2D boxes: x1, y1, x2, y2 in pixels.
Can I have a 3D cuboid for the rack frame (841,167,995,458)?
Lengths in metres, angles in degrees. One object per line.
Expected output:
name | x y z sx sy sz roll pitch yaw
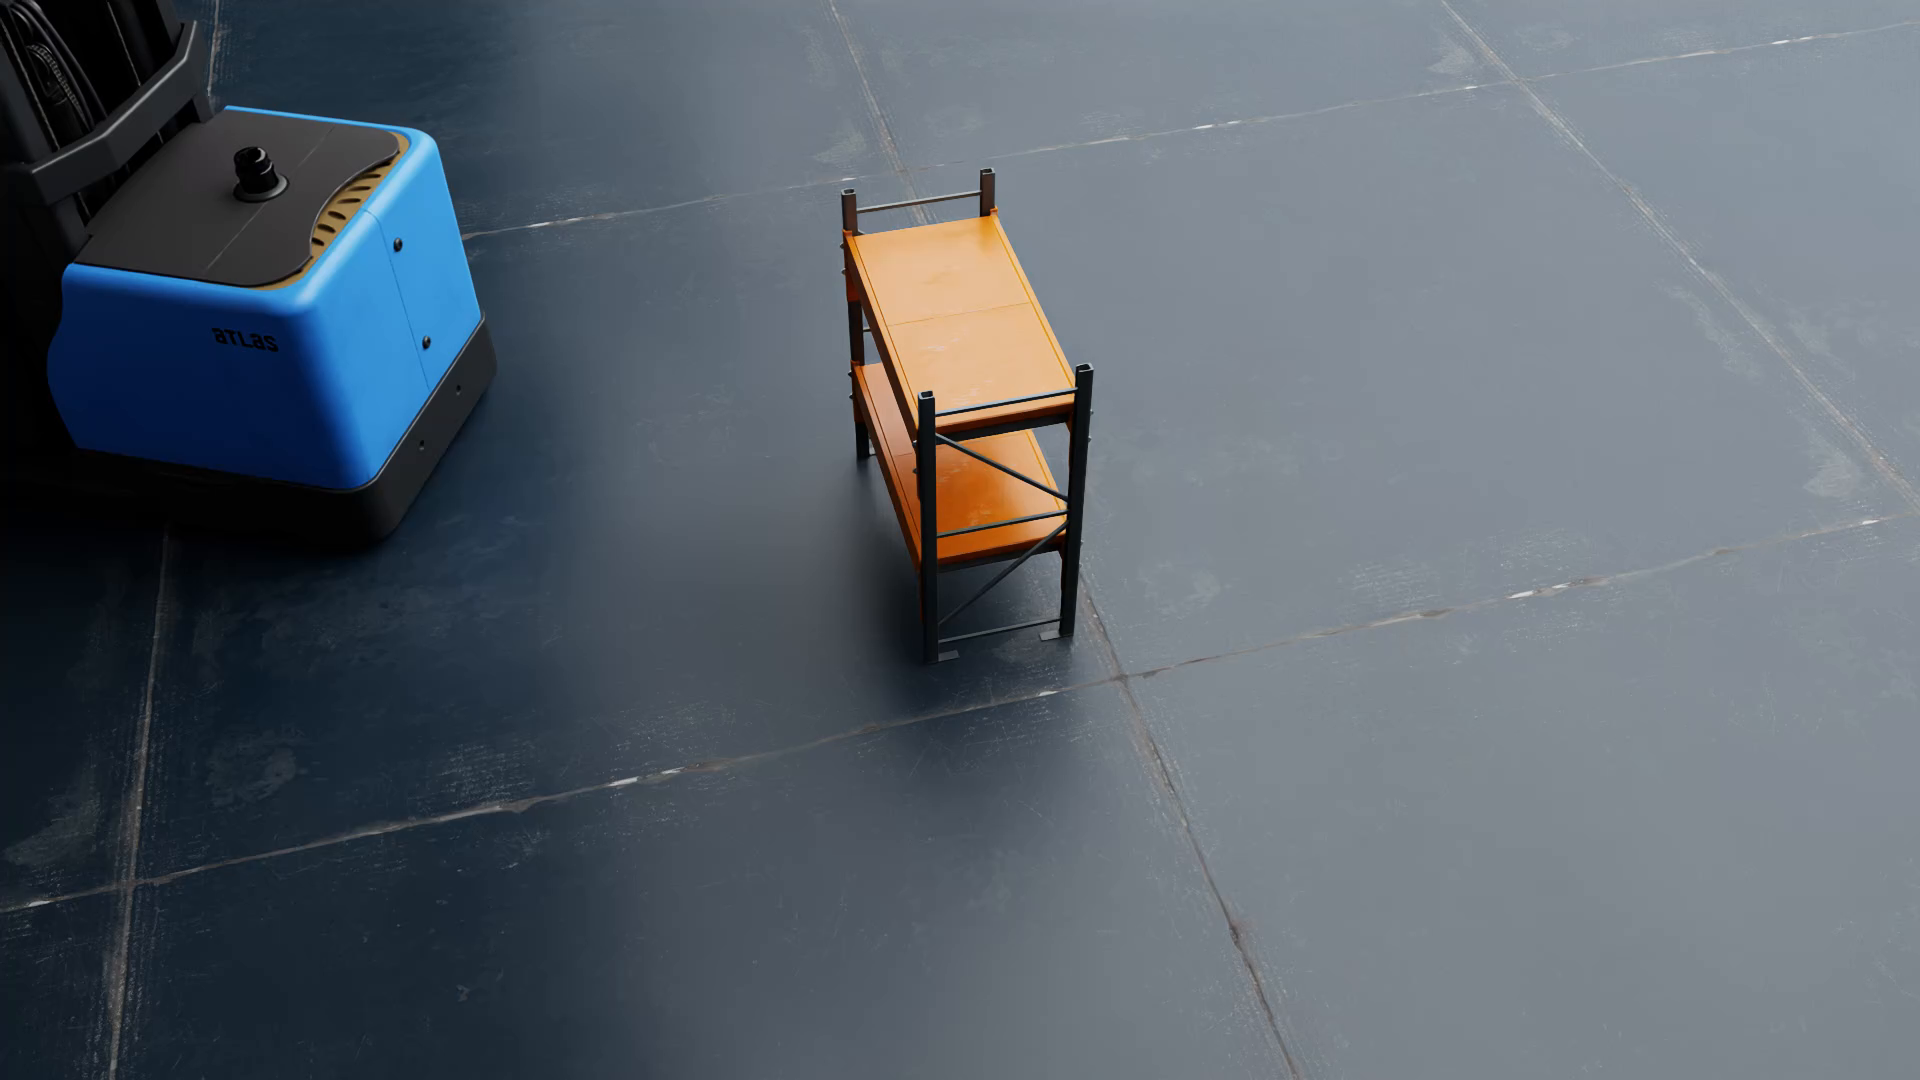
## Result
rack frame | -0.132 -0.749 5.697 0.500 1.125 0.032 -11 47 -10

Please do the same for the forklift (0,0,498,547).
forklift | -3.318 -1.545 5.212 3.031 2.935 1.130 9 46 9

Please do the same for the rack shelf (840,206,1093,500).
rack shelf | -0.002 -0.603 5.144 0.538 0.278 1.000 -11 47 -10

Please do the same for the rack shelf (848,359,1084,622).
rack shelf | -0.002 -0.227 5.527 0.538 0.278 1.000 -11 47 -10

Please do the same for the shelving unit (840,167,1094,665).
shelving unit | -0.002 -0.398 5.353 0.538 1.125 1.048 -11 47 -10

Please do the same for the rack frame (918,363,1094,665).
rack frame | 0.128 -0.047 5.009 0.500 1.125 0.032 -11 47 -10
